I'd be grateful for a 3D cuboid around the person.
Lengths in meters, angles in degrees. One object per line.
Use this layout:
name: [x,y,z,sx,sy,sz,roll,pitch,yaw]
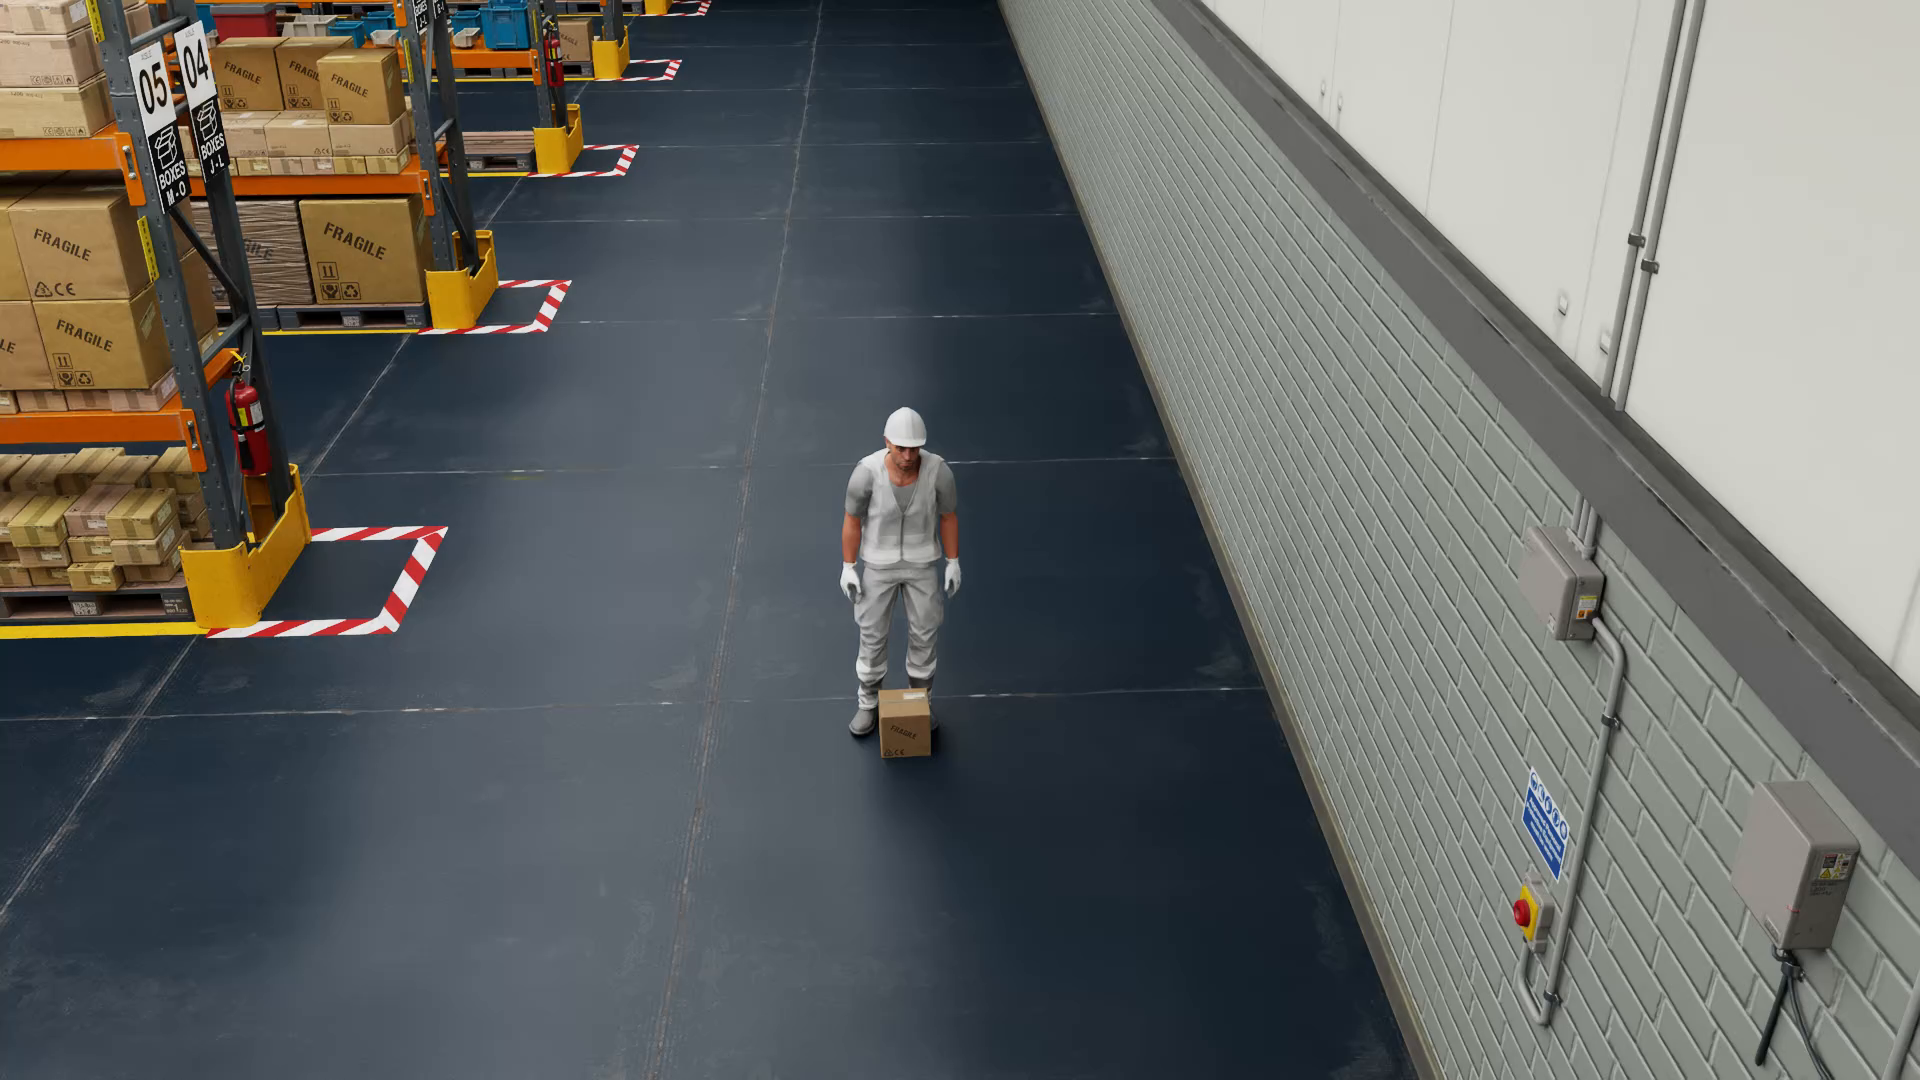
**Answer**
person: [-0.291,0.149,8.315,0.617,1.778,0.453,-3,27,-6]
